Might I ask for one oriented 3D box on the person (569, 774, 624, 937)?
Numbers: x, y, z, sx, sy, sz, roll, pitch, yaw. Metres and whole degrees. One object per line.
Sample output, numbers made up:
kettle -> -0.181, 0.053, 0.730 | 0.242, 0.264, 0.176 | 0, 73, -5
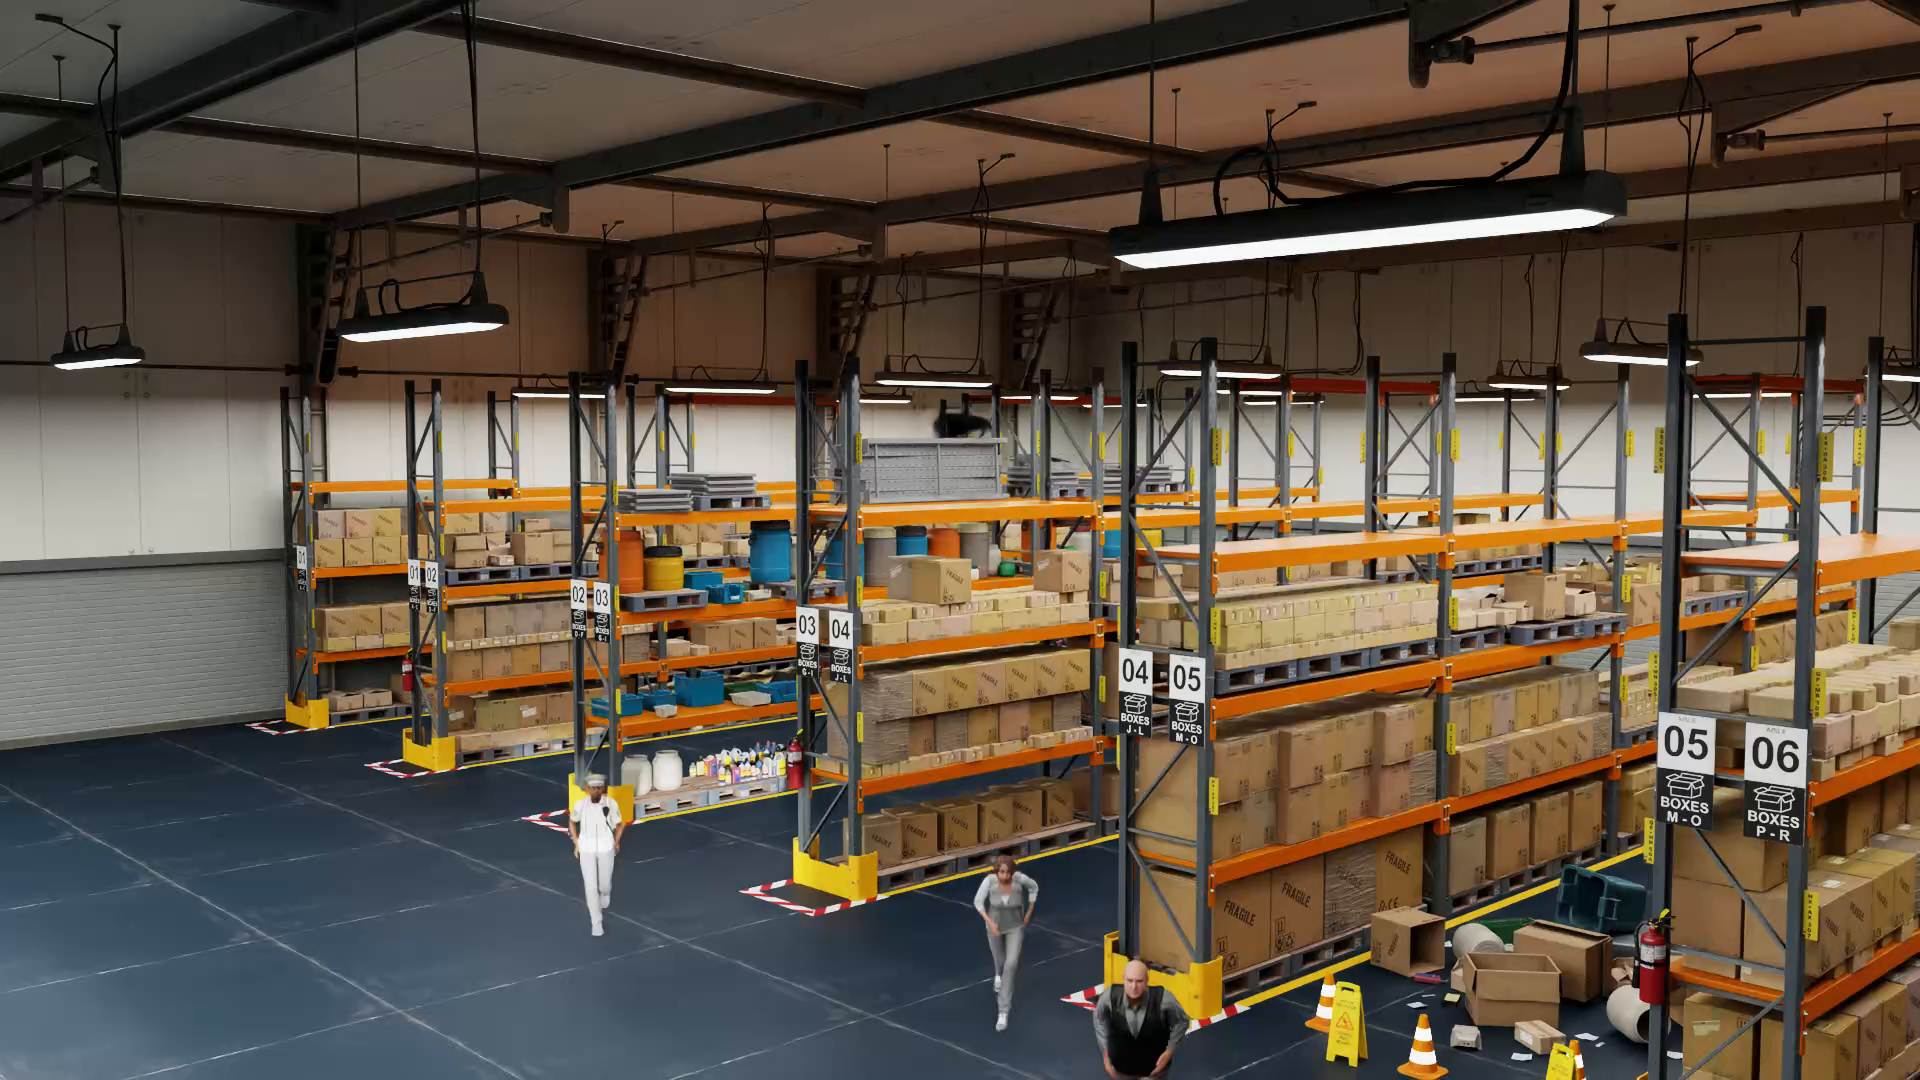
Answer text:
person -> -3.804, 3.229, 17.403 | 0.560, 1.657, 0.757 | -1, 4, -13

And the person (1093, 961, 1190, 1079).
person -> 1.248, 3.627, 11.461 | 0.661, 1.674, 0.896 | 1, 4, 9

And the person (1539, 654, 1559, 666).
person -> 10.868, 2.339, 30.744 | 0.583, 1.652, 0.959 | -1, 4, -20

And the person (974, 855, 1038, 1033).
person -> 0.401, 3.476, 14.776 | 0.571, 1.548, 0.914 | 0, 4, -3
